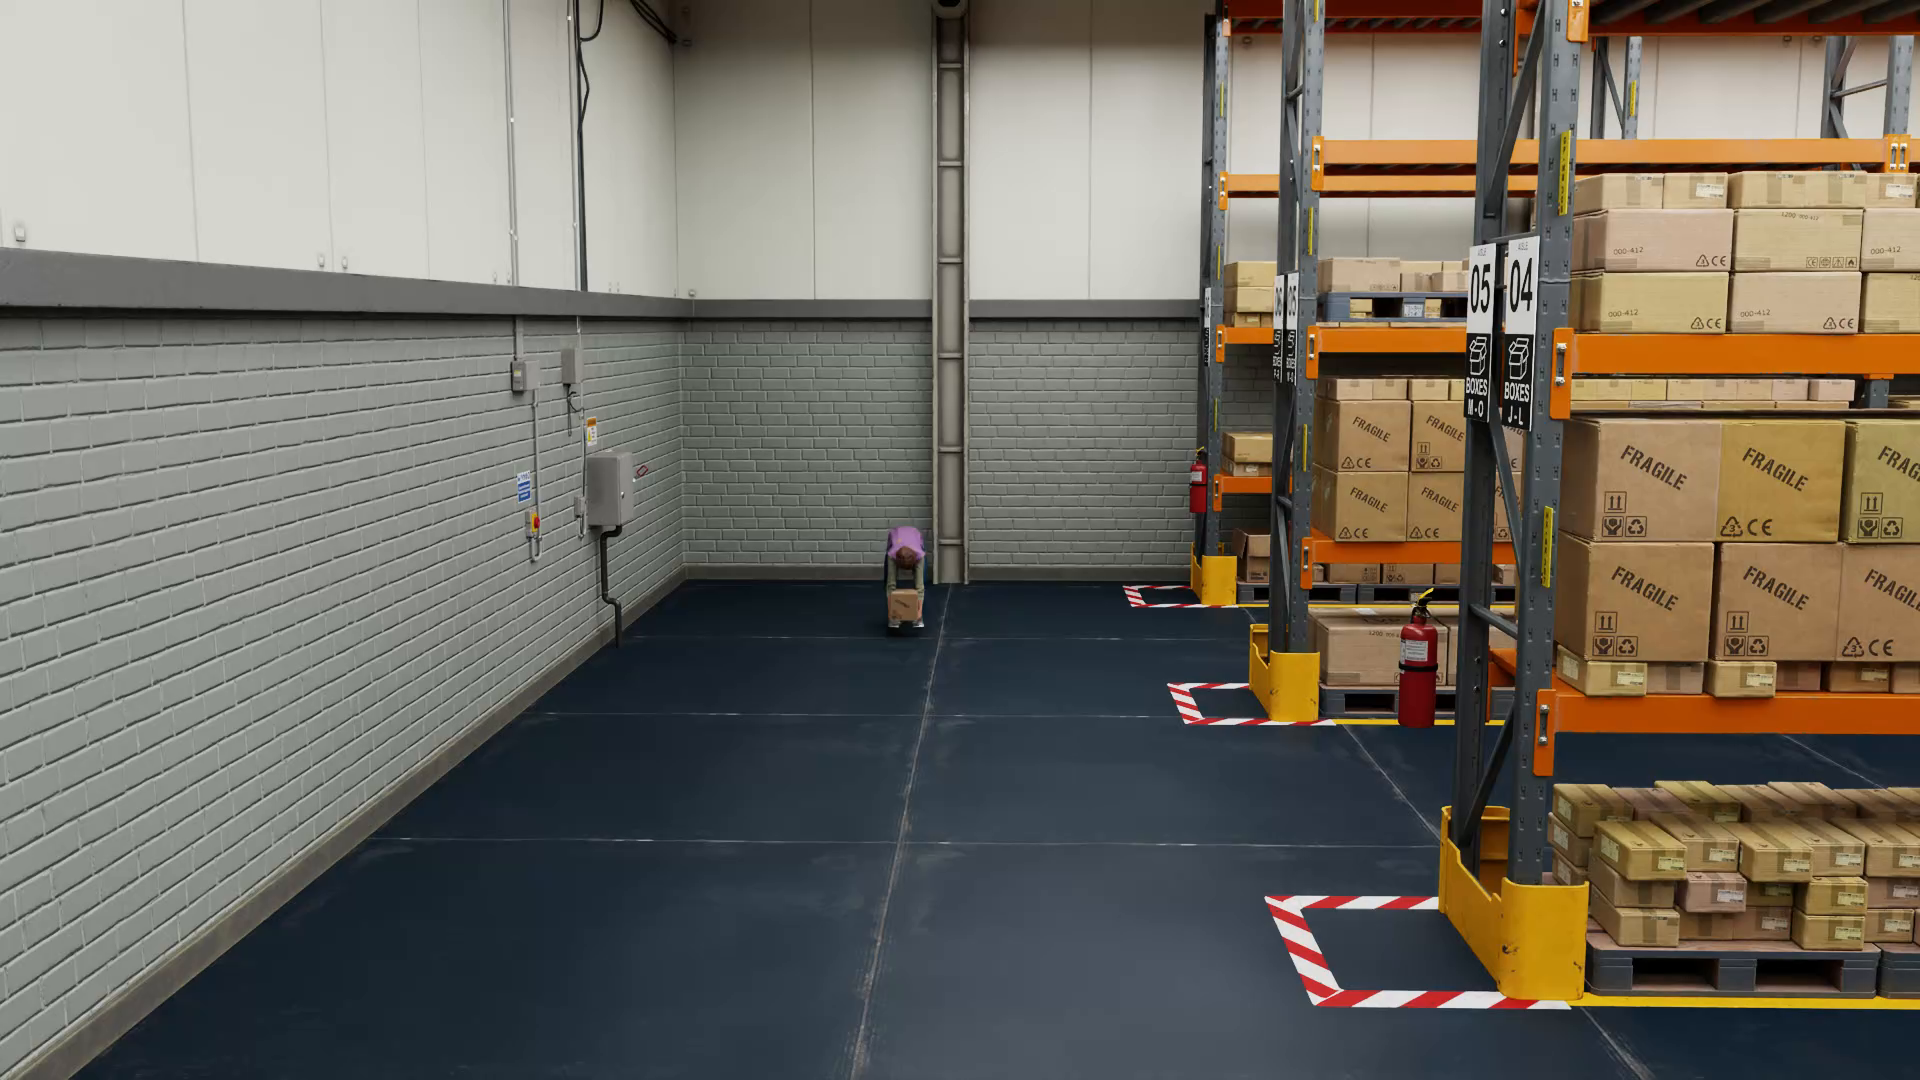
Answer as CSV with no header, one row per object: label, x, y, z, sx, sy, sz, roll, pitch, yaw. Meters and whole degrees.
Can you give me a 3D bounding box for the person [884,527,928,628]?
person,-0.507,0.371,15.489,0.411,0.948,0.866,0,7,-1
